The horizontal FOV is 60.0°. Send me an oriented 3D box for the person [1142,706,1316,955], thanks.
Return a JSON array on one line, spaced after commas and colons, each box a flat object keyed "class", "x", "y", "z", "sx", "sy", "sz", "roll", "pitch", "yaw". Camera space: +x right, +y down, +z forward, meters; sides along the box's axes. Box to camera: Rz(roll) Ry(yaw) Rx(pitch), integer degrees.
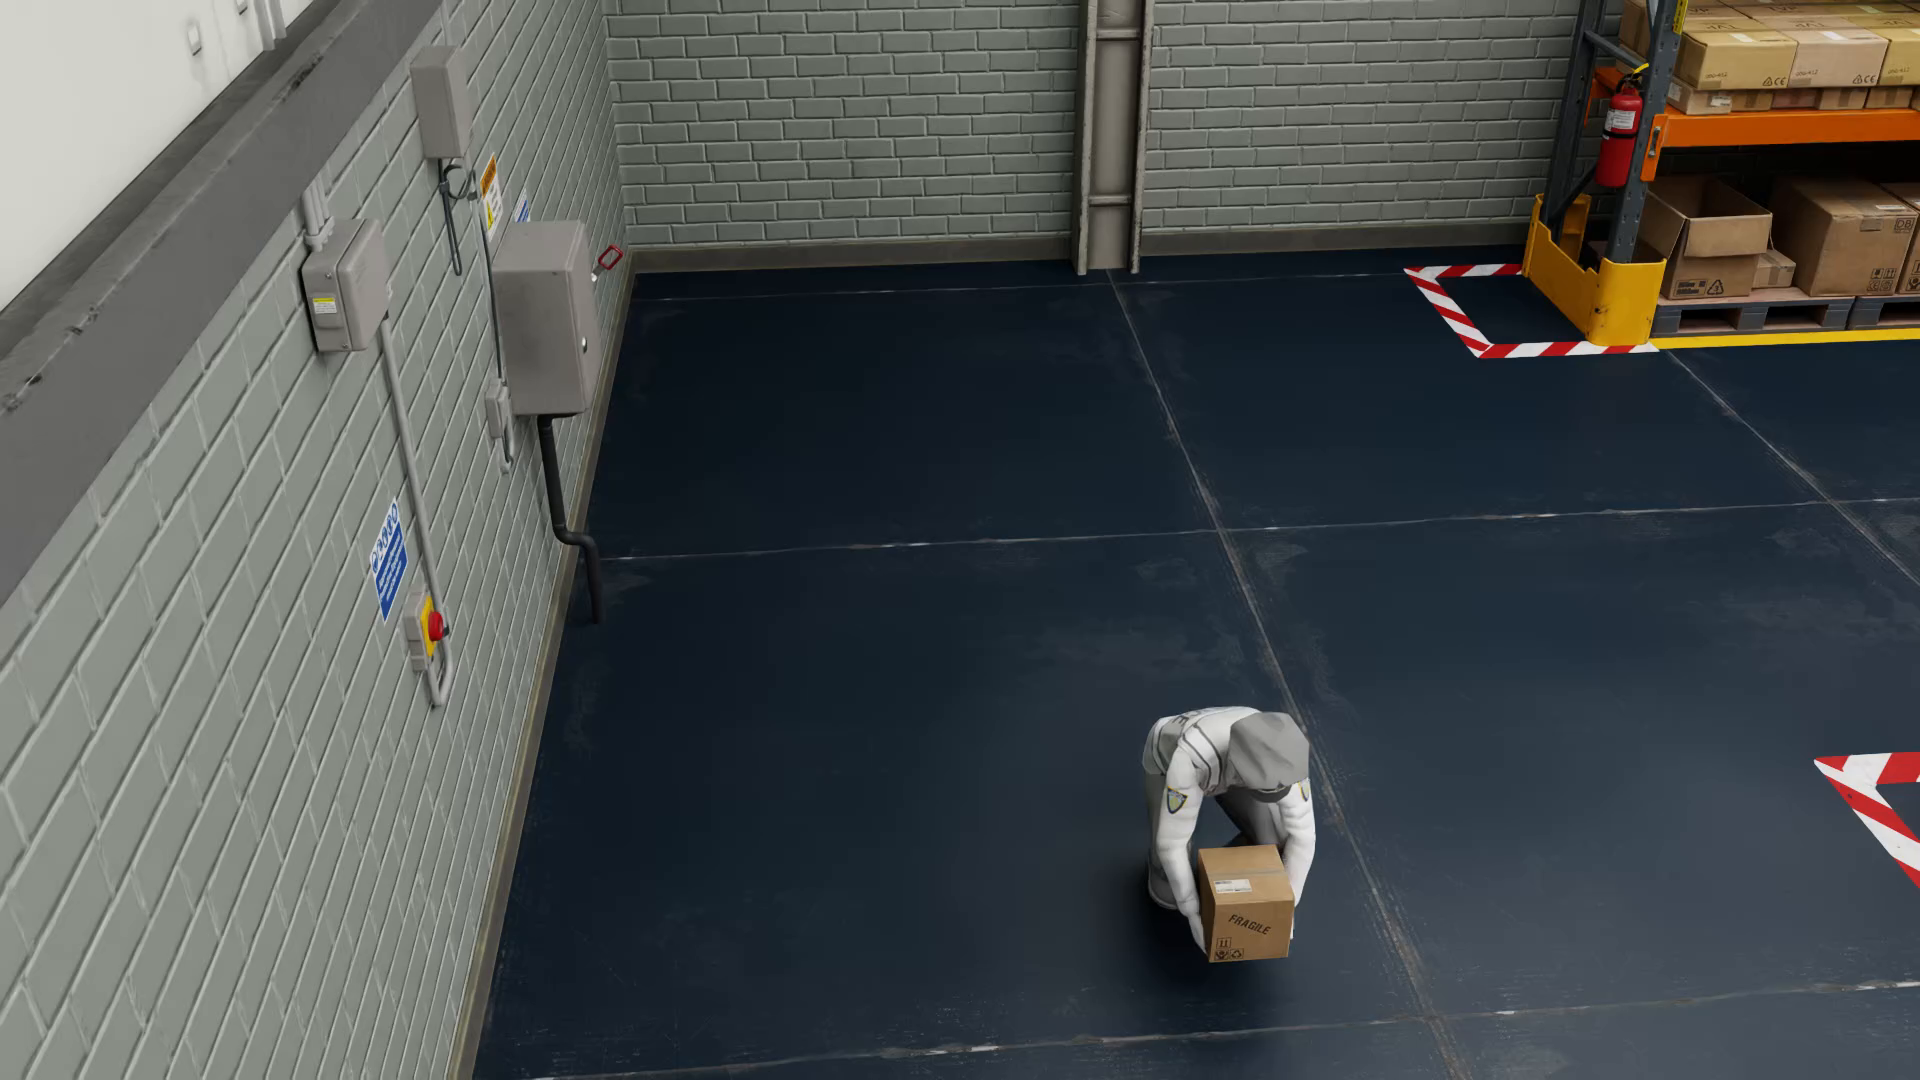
[{"class": "person", "x": 0.867, "y": 0.857, "z": 5.444, "sx": 0.519, "sy": 0.928, "sz": 0.814, "roll": -3, "pitch": 31, "yaw": -4}]
